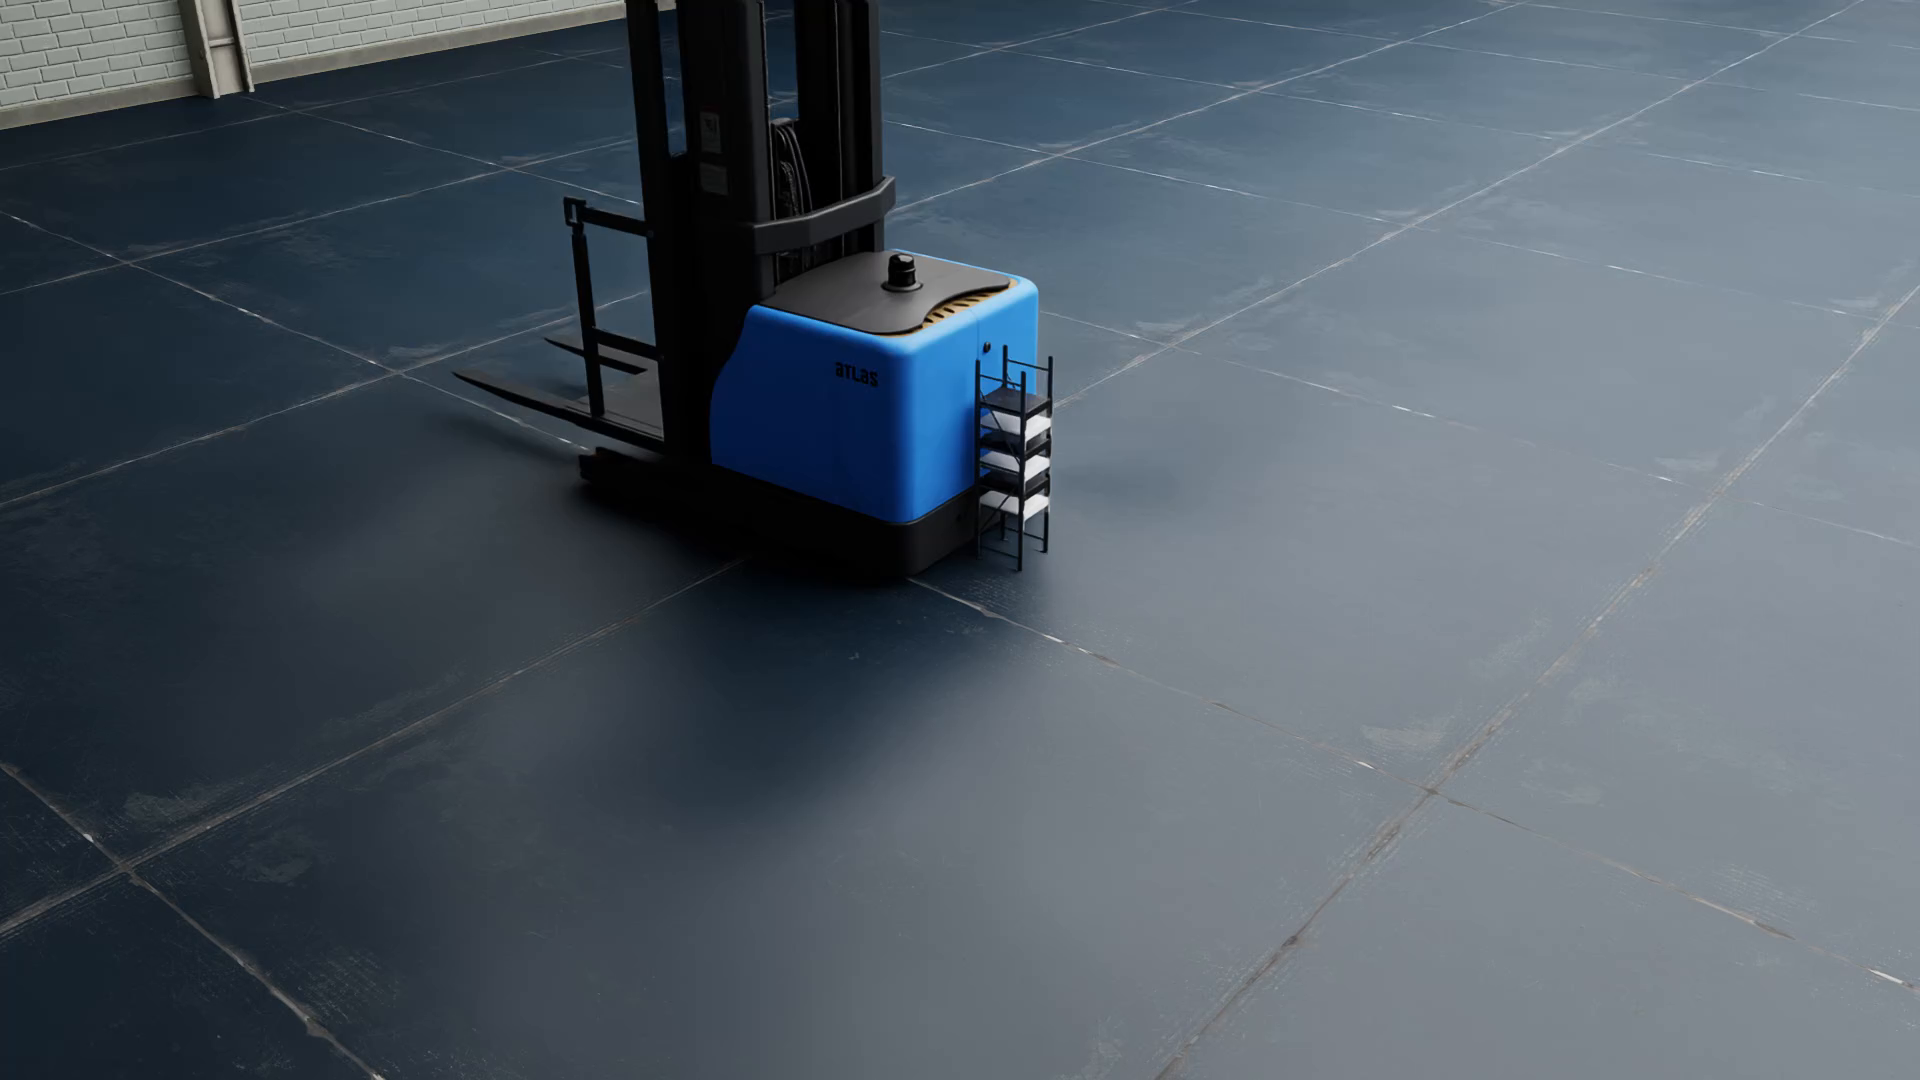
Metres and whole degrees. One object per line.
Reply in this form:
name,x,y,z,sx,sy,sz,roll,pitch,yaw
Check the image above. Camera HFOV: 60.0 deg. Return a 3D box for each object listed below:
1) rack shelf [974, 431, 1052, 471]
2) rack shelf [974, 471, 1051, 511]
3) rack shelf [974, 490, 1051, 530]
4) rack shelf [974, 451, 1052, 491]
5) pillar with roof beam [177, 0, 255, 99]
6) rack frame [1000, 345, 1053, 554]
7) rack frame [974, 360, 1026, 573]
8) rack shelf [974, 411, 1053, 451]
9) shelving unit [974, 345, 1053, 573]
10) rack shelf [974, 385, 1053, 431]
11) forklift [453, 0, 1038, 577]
rack shelf,0.219,-0.384,6.890,0.258,0.077,0.200,18,32,30
rack shelf,0.219,-0.224,6.973,0.258,0.077,0.200,18,32,30
rack shelf,0.219,-0.144,7.014,0.258,0.077,0.200,18,32,30
rack shelf,0.219,-0.304,6.931,0.258,0.077,0.200,18,32,30
pillar with roof beam,-3.349,-6.806,10.613,9.100,9.000,0.400,21,34,34
rack frame,0.277,-0.372,6.990,0.240,0.900,0.006,18,32,30
rack frame,0.162,-0.295,6.842,0.240,0.900,0.006,18,32,30
rack shelf,0.219,-0.464,6.848,0.258,0.077,0.200,18,32,30
shelving unit,0.219,-0.334,6.916,0.258,0.900,0.210,18,32,30
rack shelf,0.219,-0.544,6.807,0.258,0.077,0.200,18,32,30
forklift,-1.145,-1.670,7.288,3.031,2.935,1.130,18,33,31
